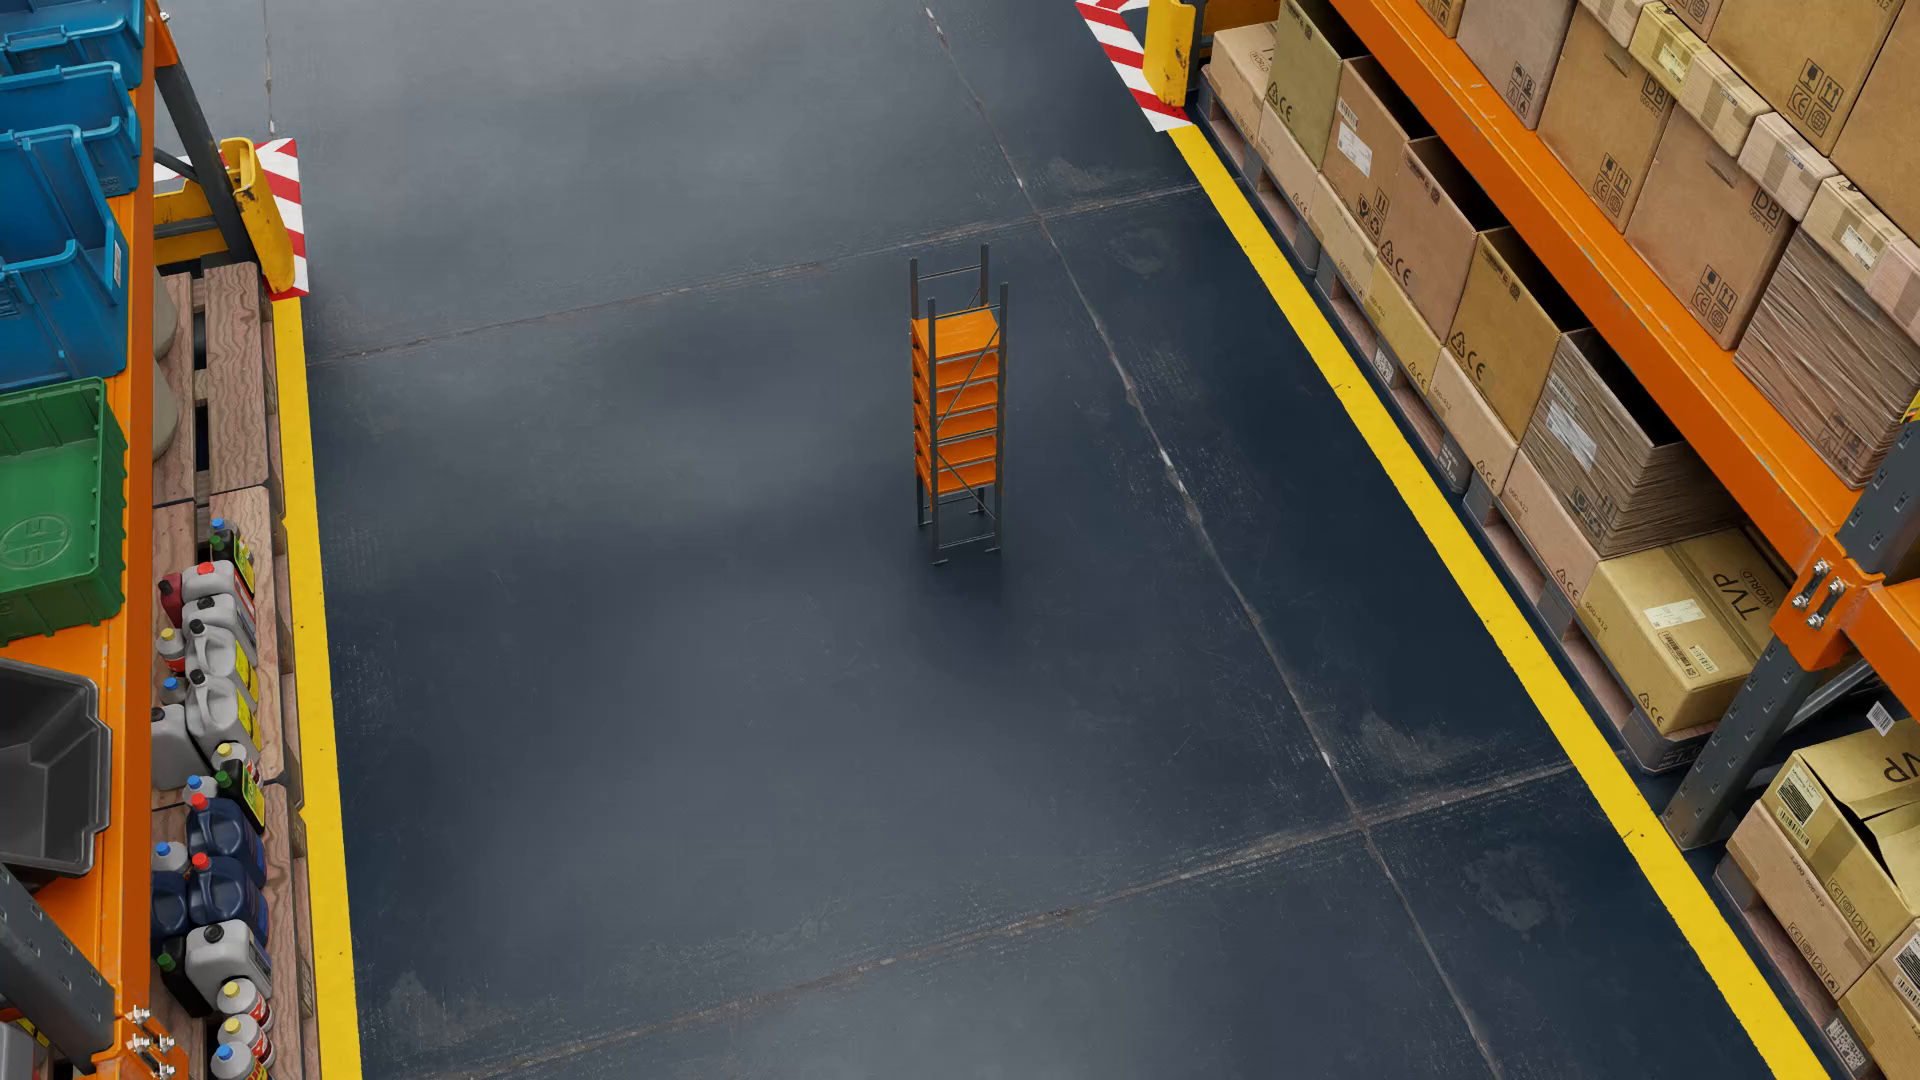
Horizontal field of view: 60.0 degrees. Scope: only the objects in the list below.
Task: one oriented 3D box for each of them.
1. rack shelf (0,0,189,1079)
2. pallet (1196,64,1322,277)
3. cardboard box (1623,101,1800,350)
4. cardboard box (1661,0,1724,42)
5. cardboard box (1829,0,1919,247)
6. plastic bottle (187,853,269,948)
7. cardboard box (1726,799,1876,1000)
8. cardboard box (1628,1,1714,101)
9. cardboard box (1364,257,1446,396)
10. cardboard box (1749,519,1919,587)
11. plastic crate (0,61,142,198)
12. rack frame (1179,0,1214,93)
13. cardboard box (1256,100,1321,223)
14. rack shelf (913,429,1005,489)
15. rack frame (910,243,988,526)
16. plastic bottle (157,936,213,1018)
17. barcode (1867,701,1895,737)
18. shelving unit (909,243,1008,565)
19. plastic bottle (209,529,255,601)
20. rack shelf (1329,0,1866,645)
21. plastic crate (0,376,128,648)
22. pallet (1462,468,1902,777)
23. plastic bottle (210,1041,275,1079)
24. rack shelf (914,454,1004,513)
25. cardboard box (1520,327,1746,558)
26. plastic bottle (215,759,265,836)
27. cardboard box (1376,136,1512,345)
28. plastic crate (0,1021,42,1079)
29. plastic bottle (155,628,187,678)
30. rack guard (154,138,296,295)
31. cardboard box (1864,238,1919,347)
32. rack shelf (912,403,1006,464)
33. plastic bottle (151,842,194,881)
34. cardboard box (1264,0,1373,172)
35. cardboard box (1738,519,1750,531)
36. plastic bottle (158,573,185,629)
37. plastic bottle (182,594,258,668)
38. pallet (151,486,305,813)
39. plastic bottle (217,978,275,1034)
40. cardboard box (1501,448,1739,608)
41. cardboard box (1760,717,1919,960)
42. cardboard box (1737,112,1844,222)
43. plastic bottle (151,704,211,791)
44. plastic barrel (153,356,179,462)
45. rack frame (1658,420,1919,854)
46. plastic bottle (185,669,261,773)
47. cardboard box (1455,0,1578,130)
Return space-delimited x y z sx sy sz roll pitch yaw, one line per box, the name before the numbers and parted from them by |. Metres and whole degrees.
rack shelf | -2.714 -0.302 4.513 1.077 0.370 4.000 -13 51 -11
pallet | 1.693 -1.664 7.014 1.003 0.211 1.213 -13 51 -11
cardboard box | 2.311 -0.929 4.506 0.700 0.500 0.500 -14 51 -11
cardboard box | 2.175 -1.698 4.306 0.700 0.500 0.500 -13 51 -11
cardboard box | 2.473 -0.963 3.686 0.700 0.500 0.500 -13 51 -11
plastic bottle | -1.965 0.956 4.427 0.144 0.351 0.185 -12 51 -10
cardboard box | 2.493 0.911 4.544 0.500 0.250 0.500 -14 51 -12
cardboard box | 2.026 -1.325 4.416 0.380 0.149 0.250 -14 51 -11
cardboard box | 1.815 -0.823 6.006 0.500 0.250 0.500 -13 51 -11
cardboard box | 2.772 -0.090 4.898 0.500 0.500 0.500 -13 51 -11
plastic crate | -2.685 -1.173 4.874 0.499 0.251 0.408 -13 51 -11
rack frame | 1.427 -3.112 6.411 1.000 3.000 0.127 -13 51 -11
cardboard box | 1.525 -1.554 6.622 0.500 0.250 0.500 -13 51 -11
rack shelf | -0.004 -0.291 5.426 0.258 0.103 0.180 -13 51 -11
rack frame | -0.031 -0.464 5.357 0.240 1.200 0.006 -13 51 -11
plastic bottle | -2.022 1.123 4.330 0.061 0.283 0.133 -13 51 -11
barcode | 2.288 0.445 4.132 0.001 0.075 0.075 -13 51 -11
shelving unit | -0.004 -0.397 5.300 0.258 1.200 0.189 -13 51 -11
plastic bottle | -2.292 0.063 5.224 0.061 0.283 0.133 -12 51 -10
rack shelf | 2.018 -1.419 5.455 1.077 0.370 4.000 -13 51 -11
plastic crate | -2.255 -0.060 3.977 0.450 0.188 0.662 -13 51 -11
pallet | 2.415 0.118 5.512 1.003 0.211 1.213 -13 51 -11
plastic bottle | -1.798 1.333 4.161 0.097 0.271 0.097 0 50 0
rack shelf | -0.004 -0.214 5.518 0.258 0.103 0.180 -13 51 -11
cardboard box | 2.127 -0.338 5.106 0.500 0.500 0.500 -13 51 -11
plastic bottle | -2.030 0.710 4.679 0.061 0.283 0.133 -11 51 -9
cardboard box | 1.814 -1.064 5.719 0.500 0.500 0.500 -13 51 -11
plastic crate | -1.687 1.191 2.742 0.402 0.464 0.583 -13 51 -11
plastic bottle | -2.368 0.341 5.043 0.097 0.201 0.097 0 50 0
rack guard | -3.238 -1.144 6.387 1.175 0.500 0.348 -13 51 -11
cardboard box | 2.325 -0.582 3.789 0.380 0.149 0.250 -13 51 -11
rack shelf | -0.004 -0.369 5.334 0.258 0.103 0.180 -13 51 -11
plastic bottle | -2.123 0.903 4.524 0.097 0.271 0.097 0 50 0
cardboard box | 1.523 -1.796 6.335 0.500 0.500 0.500 -13 51 -11
cardboard box | 2.619 -0.213 5.491 0.500 0.250 0.500 -13 51 -11
plastic bottle | -2.397 0.196 5.111 0.061 0.283 0.133 -13 51 -11
plastic bottle | -2.255 0.276 5.049 0.152 0.276 0.135 -15 51 -12
pallet | -2.646 0.433 5.247 1.003 0.211 1.213 -13 51 -11
plastic bottle | -1.859 1.207 4.313 0.097 0.201 0.097 0 50 0
cardboard box | 2.126 -0.096 5.393 0.500 0.250 0.500 -13 51 -11
cardboard box | 2.494 0.738 4.323 0.500 0.311 0.500 -13 51 -11
cardboard box | 2.174 -0.953 4.102 0.380 0.149 0.250 -15 51 -12
plastic bottle | -2.281 0.583 4.790 0.152 0.276 0.135 -13 51 -11
plastic barrel | -2.890 -0.498 5.561 0.421 0.512 0.421 0 50 0
rack frame | 2.610 -0.190 3.948 1.000 3.000 0.127 -13 51 -11
plastic bottle | -2.147 0.507 4.805 0.144 0.351 0.185 -14 51 -11
cardboard box | 2.013 -1.670 5.131 0.700 0.500 0.500 -12 51 -10
